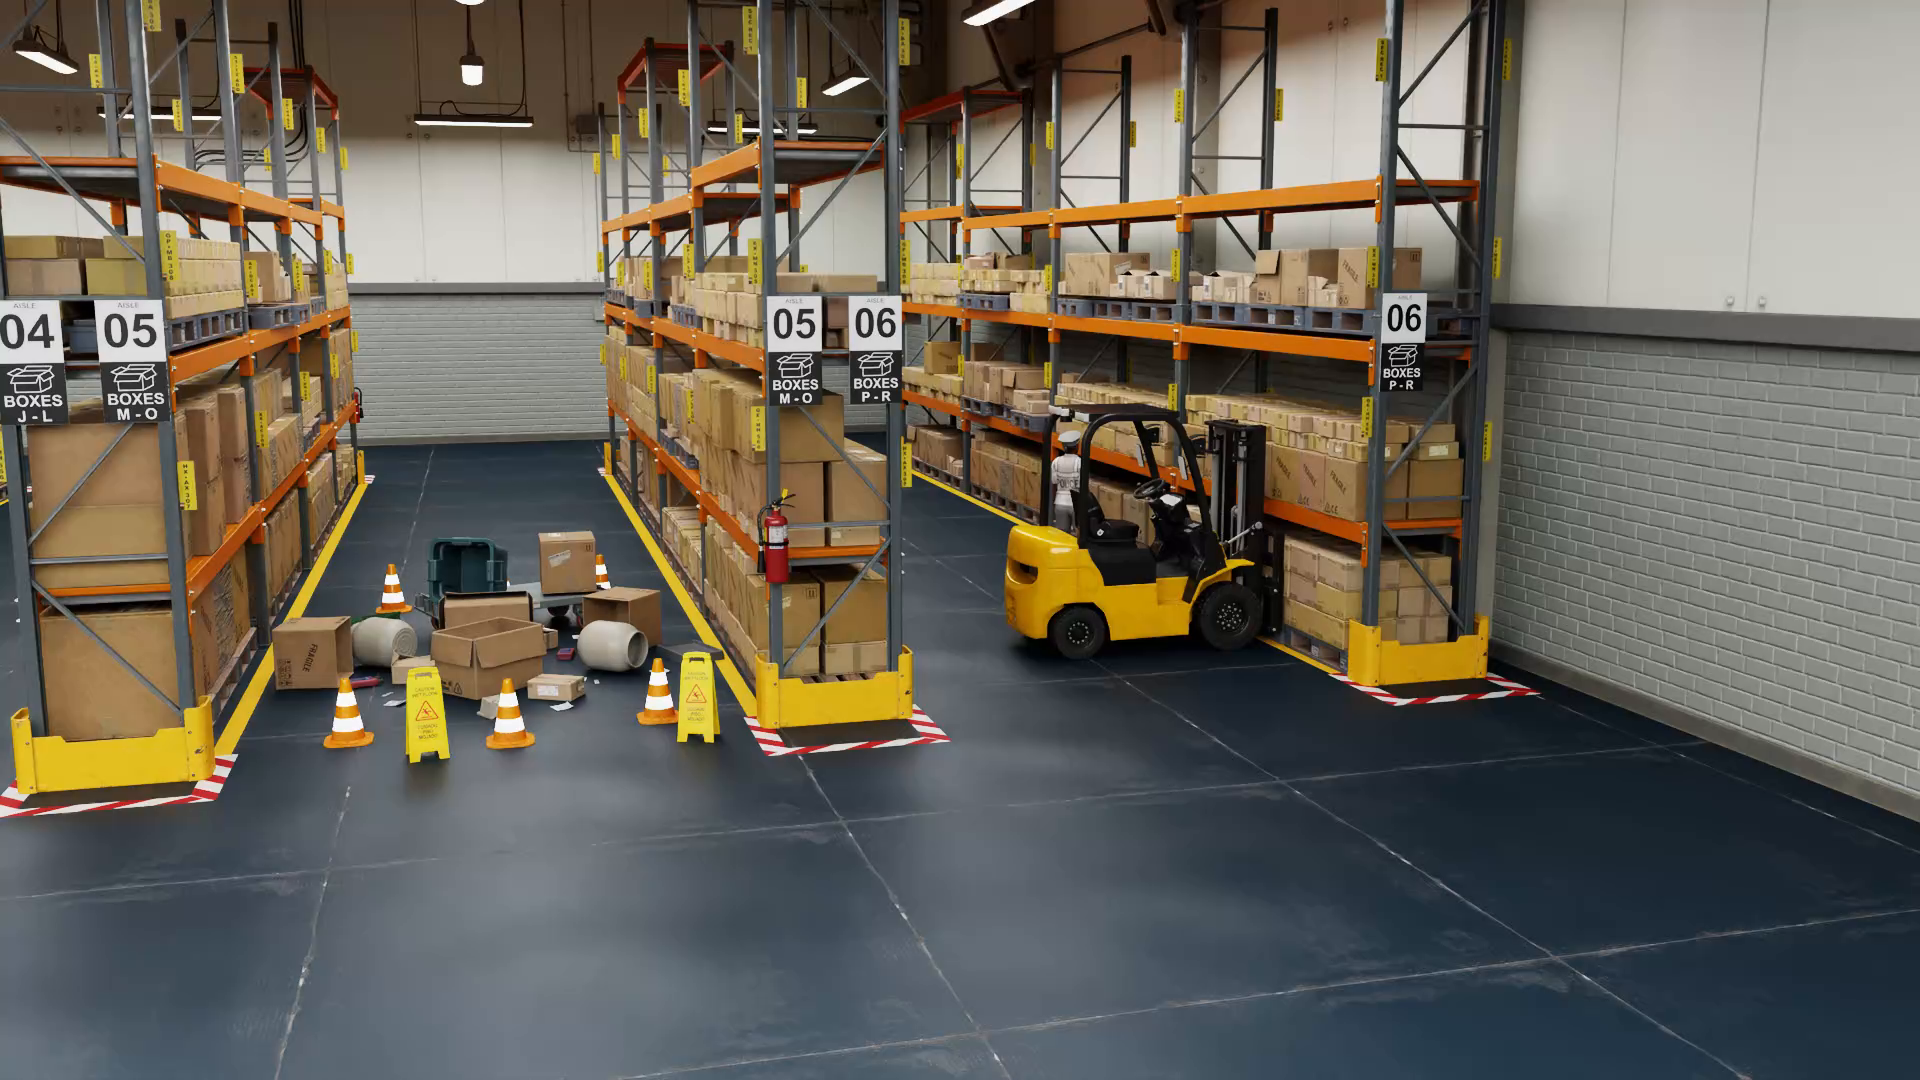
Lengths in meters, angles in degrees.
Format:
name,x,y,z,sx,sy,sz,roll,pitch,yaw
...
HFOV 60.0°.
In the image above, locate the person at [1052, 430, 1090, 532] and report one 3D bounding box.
name,x,y,z,sx,sy,sz,roll,pitch,yaw
person,1.206,-0.331,17.800,0.435,1.693,0.361,5,11,27
